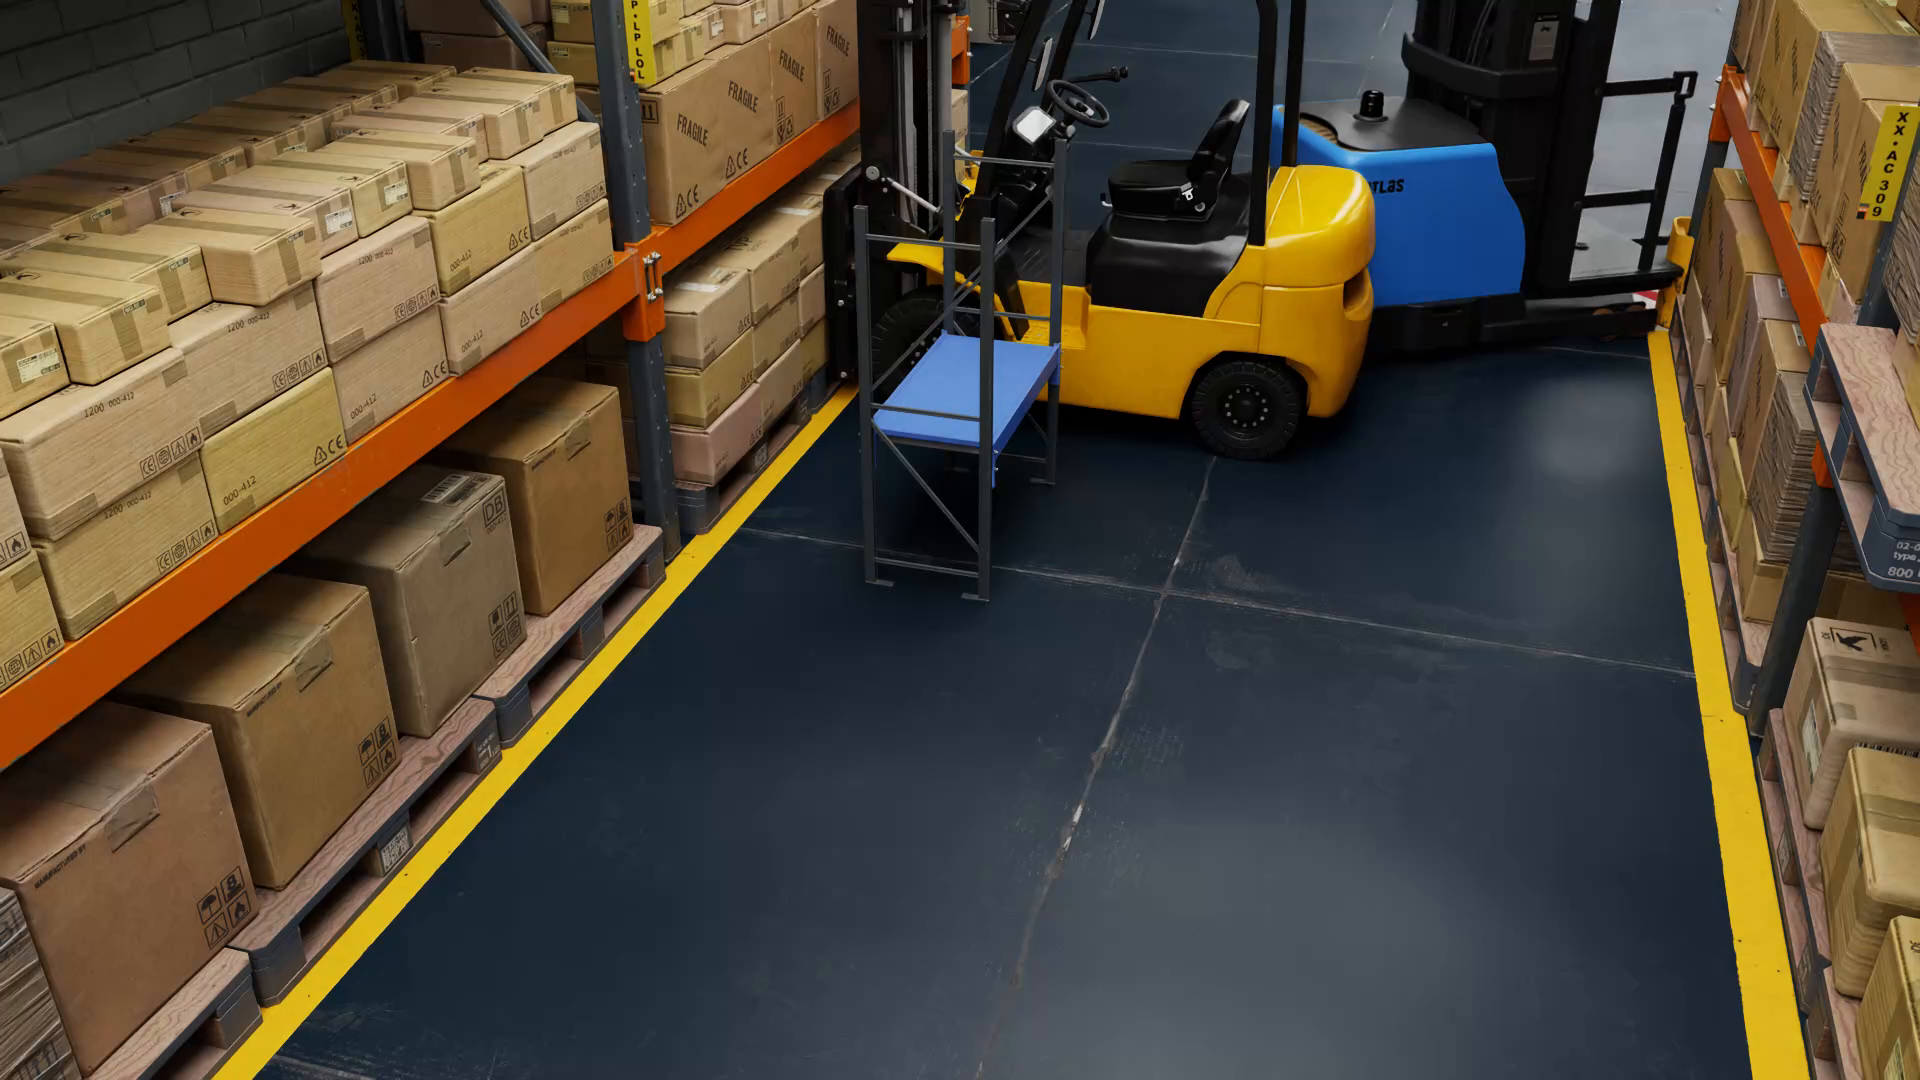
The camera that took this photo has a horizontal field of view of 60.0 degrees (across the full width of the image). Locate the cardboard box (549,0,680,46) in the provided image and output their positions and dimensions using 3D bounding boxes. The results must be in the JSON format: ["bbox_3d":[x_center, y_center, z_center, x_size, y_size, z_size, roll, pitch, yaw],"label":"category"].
[{"bbox_3d":[-1.234,-1.874,5.957,0.380,0.149,0.250,9,30,16],"label":"cardboard box"}]

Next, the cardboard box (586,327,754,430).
[{"bbox_3d":[-1.174,-0.692,6.791,0.500,0.250,0.500,8,30,15],"label":"cardboard box"}]

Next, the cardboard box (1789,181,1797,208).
[{"bbox_3d":[3.337,-1.275,6.215,0.380,0.149,0.250,8,30,14],"label":"cardboard box"}]

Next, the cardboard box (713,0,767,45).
[{"bbox_3d":[-0.998,-2.099,6.667,0.380,0.149,0.250,9,30,16],"label":"cardboard box"}]

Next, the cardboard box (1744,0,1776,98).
[{"bbox_3d":[3.756,-2.216,7.238,0.500,0.500,0.500,9,30,16],"label":"cardboard box"}]

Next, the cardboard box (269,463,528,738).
[{"bbox_3d":[-1.989,0.147,5.412,0.875,0.625,0.625,8,30,14],"label":"cardboard box"}]

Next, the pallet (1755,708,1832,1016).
[{"bbox_3d":[2.908,0.976,4.779,1.003,0.211,1.213,8,30,15],"label":"pallet"}]

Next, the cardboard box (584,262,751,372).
[{"bbox_3d":[-1.169,-0.910,6.668,0.500,0.250,0.500,8,30,14],"label":"cardboard box"}]

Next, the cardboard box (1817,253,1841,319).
[{"bbox_3d":[3.005,-0.805,5.369,0.380,0.149,0.250,9,30,16],"label":"cardboard box"}]

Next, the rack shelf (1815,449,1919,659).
[{"bbox_3d":[2.548,0.639,3.256,1.077,0.370,4.000,8,30,15],"label":"rack shelf"}]

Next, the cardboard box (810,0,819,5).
[{"bbox_3d":[-0.793,-2.465,7.325,0.380,0.149,0.250,8,30,14],"label":"cardboard box"}]

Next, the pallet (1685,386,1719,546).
[{"bbox_3d":[3.655,-0.272,7.022,1.003,0.211,1.213,8,30,15],"label":"pallet"}]

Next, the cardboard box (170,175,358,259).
[{"bbox_3d":[-1.846,-0.850,4.422,0.380,0.149,0.250,9,30,15],"label":"cardboard box"}]

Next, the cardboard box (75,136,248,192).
[{"bbox_3d":[-2.275,-1.039,4.762,0.380,0.149,0.250,8,30,15],"label":"cardboard box"}]

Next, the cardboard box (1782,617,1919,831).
[{"bbox_3d":[2.983,0.604,4.849,0.950,0.372,0.625,9,30,16],"label":"cardboard box"}]

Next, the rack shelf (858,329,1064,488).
[{"bbox_3d":[0.025,-0.538,6.544,0.538,0.185,1.000,8,30,15],"label":"rack shelf"}]

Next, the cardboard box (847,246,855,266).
[{"bbox_3d":[-0.720,-1.393,8.051,0.500,0.250,0.500,8,30,15],"label":"cardboard box"}]

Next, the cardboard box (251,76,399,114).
[{"bbox_3d":[-2.048,-1.389,5.390,0.380,0.149,0.250,7,30,13],"label":"cardboard box"}]

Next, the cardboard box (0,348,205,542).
[{"bbox_3d":[-2.102,-0.250,3.754,0.500,0.250,0.500,8,30,14],"label":"cardboard box"}]

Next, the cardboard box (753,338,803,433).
[{"bbox_3d":[-1.018,-0.709,7.335,0.500,0.250,0.500,8,30,14],"label":"cardboard box"}]

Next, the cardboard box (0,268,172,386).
[{"bbox_3d":[-2.041,-0.487,3.770,0.380,0.149,0.250,9,30,16],"label":"cardboard box"}]

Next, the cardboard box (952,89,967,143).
[{"bbox_3d":[-0.274,-2.331,9.222,0.500,0.250,0.500,10,30,17],"label":"cardboard box"}]

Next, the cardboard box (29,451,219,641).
[{"bbox_3d":[-2.125,-0.032,3.876,0.500,0.250,0.500,8,30,13],"label":"cardboard box"}]

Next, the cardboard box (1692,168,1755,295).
[{"bbox_3d":[3.802,-1.427,7.854,0.500,0.500,0.500,7,30,13],"label":"cardboard box"}]

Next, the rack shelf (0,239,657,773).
[{"bbox_3d":[-2.198,-0.067,4.526,1.077,0.370,4.000,8,30,15],"label":"rack shelf"}]

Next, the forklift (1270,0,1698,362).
[{"bbox_3d":[3.114,-2.547,8.314,3.031,2.935,1.130,-7,30,-13],"label":"forklift"}]

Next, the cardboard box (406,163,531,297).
[{"bbox_3d":[-1.655,-0.959,5.029,0.500,0.250,0.500,8,30,14],"label":"cardboard box"}]

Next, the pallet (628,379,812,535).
[{"bbox_3d":[-1.338,-0.456,7.353,1.003,0.211,1.213,8,30,15],"label":"pallet"}]

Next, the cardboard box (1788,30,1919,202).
[{"bbox_3d":[3.320,-1.502,5.956,0.500,0.500,0.500,9,30,16],"label":"cardboard box"}]

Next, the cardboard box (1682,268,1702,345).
[{"bbox_3d":[3.808,-1.110,8.056,0.500,0.250,0.500,8,30,14],"label":"cardboard box"}]

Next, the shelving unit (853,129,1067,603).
[{"bbox_3d":[0.025,-0.695,6.457,0.538,1.500,1.048,8,30,15],"label":"shelving unit"}]

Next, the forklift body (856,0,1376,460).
[{"bbox_3d":[0.750,-1.658,7.517,2.313,2.155,1.214,8,30,15],"label":"forklift body"}]

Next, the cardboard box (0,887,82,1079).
[{"bbox_3d":[-2.589,1.114,3.673,0.875,0.625,0.625,9,30,16],"label":"cardboard box"}]

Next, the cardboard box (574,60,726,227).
[{"bbox_3d":[-1.231,-1.524,6.301,0.500,0.500,0.500,8,30,13],"label":"cardboard box"}]

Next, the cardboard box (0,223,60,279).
[{"bbox_3d":[-2.451,-0.676,4.109,0.380,0.149,0.250,9,30,16],"label":"cardboard box"}]

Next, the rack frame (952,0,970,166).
[{"bbox_3d":[-0.437,-3.170,9.363,1.000,3.000,0.127,8,30,15],"label":"rack frame"}]

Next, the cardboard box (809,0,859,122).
[{"bbox_3d":[-0.779,-2.235,7.578,0.500,0.500,0.500,9,30,15],"label":"cardboard box"}]

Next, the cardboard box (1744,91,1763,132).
[{"bbox_3d":[3.677,-1.883,7.308,0.380,0.149,0.250,9,30,16],"label":"cardboard box"}]

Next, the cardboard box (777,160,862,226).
[{"bbox_3d":[-0.713,-1.622,7.948,0.500,0.250,0.500,8,30,14],"label":"cardboard box"}]

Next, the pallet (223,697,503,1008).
[{"bbox_3d":[-2.146,0.824,5.051,1.003,0.211,1.213,8,30,15],"label":"pallet"}]

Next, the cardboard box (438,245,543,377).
[{"bbox_3d":[-1.651,-0.740,5.149,0.500,0.250,0.500,8,30,15],"label":"cardboard box"}]

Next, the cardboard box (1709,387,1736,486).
[{"bbox_3d":[3.352,-0.384,6.752,0.500,0.250,0.500,9,30,16],"label":"cardboard box"}]

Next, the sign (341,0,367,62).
[{"bbox_3d":[-2.142,-1.803,5.933,0.100,0.325,0.005,8,30,15],"label":"sign"}]

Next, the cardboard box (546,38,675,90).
[{"bbox_3d":[-1.266,-1.749,6.038,0.380,0.149,0.250,8,30,14],"label":"cardboard box"}]

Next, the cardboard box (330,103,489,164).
[{"bbox_3d":[-1.680,-1.219,5.086,0.380,0.149,0.250,8,30,15],"label":"cardboard box"}]

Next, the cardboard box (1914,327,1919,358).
[{"bbox_3d":[2.577,-0.552,3.816,0.500,0.500,0.500,9,30,15],"label":"cardboard box"}]

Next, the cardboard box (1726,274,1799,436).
[{"bbox_3d":[3.348,-0.701,6.551,0.500,0.500,0.500,10,31,18],"label":"cardboard box"}]

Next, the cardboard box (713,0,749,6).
[{"bbox_3d":[-1.004,-2.233,6.603,0.380,0.149,0.250,9,30,16],"label":"cardboard box"}]
